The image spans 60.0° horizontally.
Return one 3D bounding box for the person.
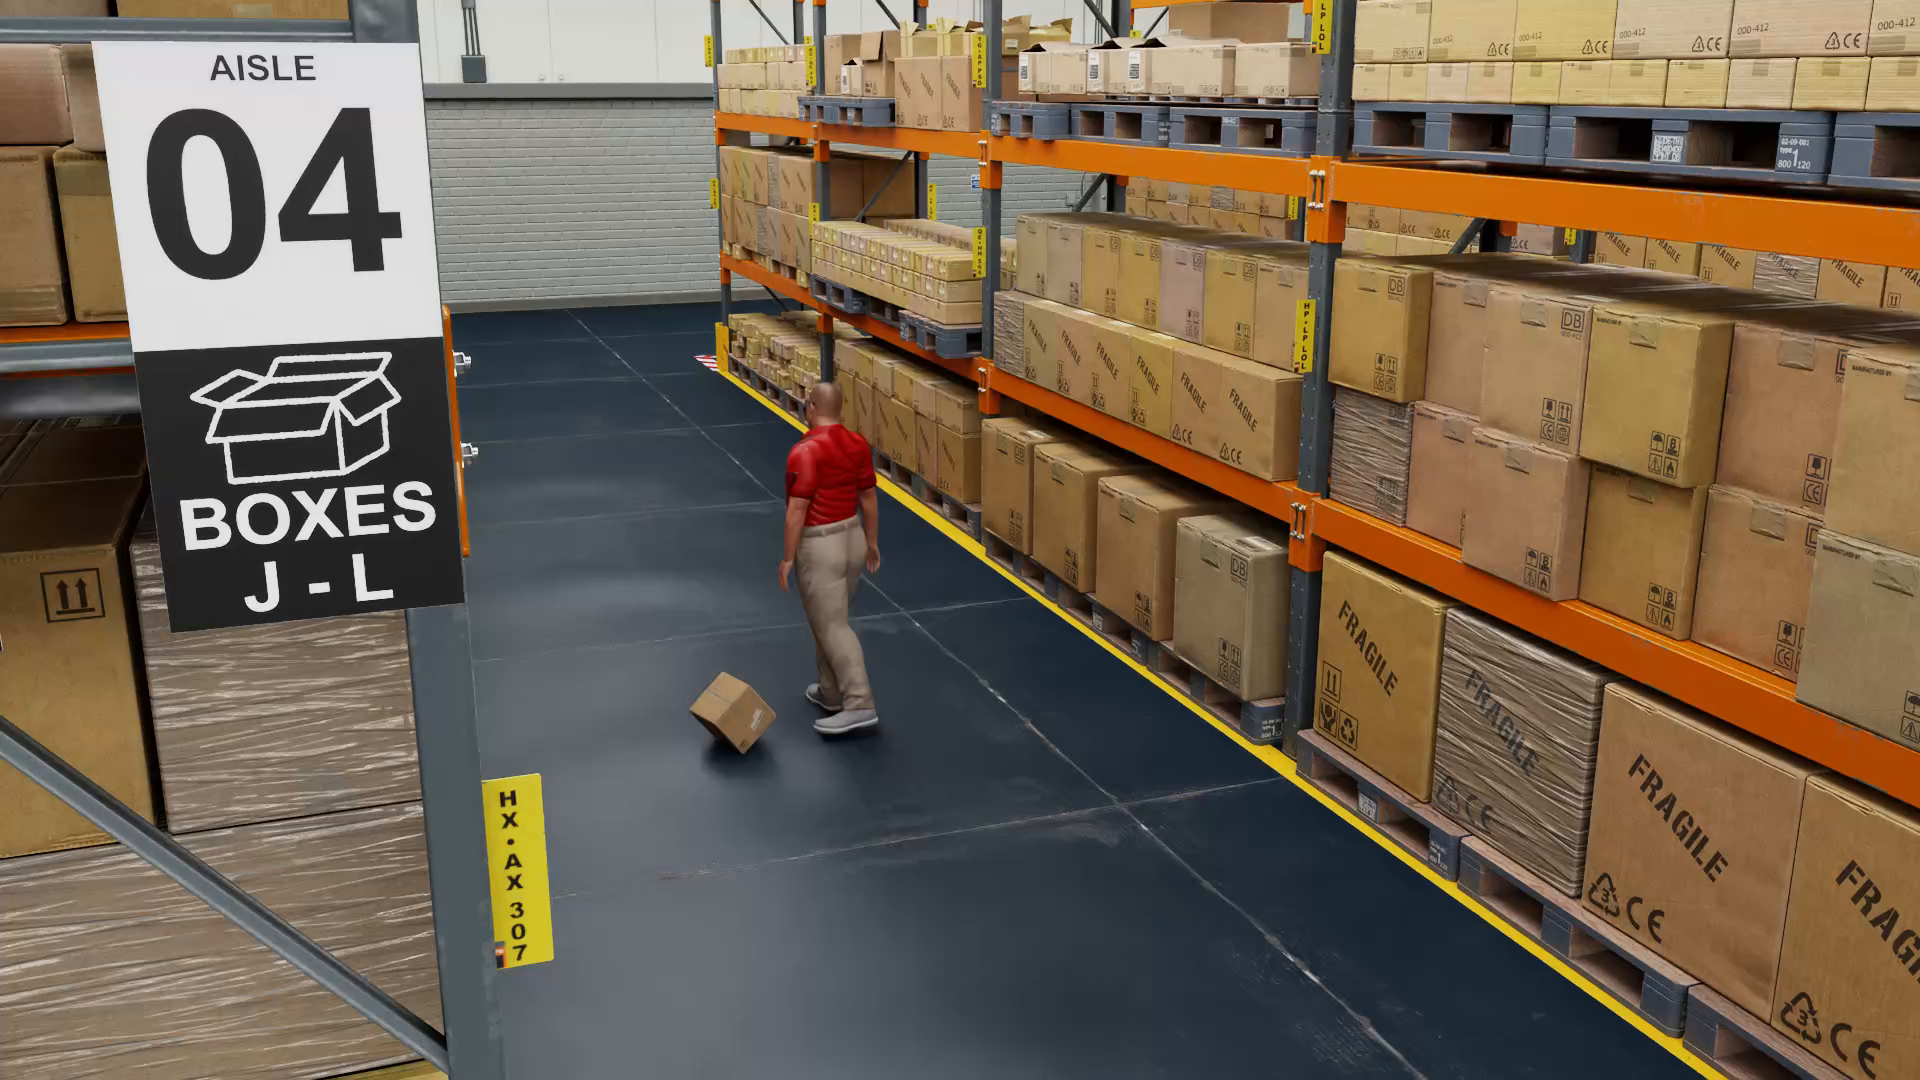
[{"bbox_3d":[-0.620,0.069,8.316,0.626,1.716,0.619,11,19,34],"label":"person"}]
